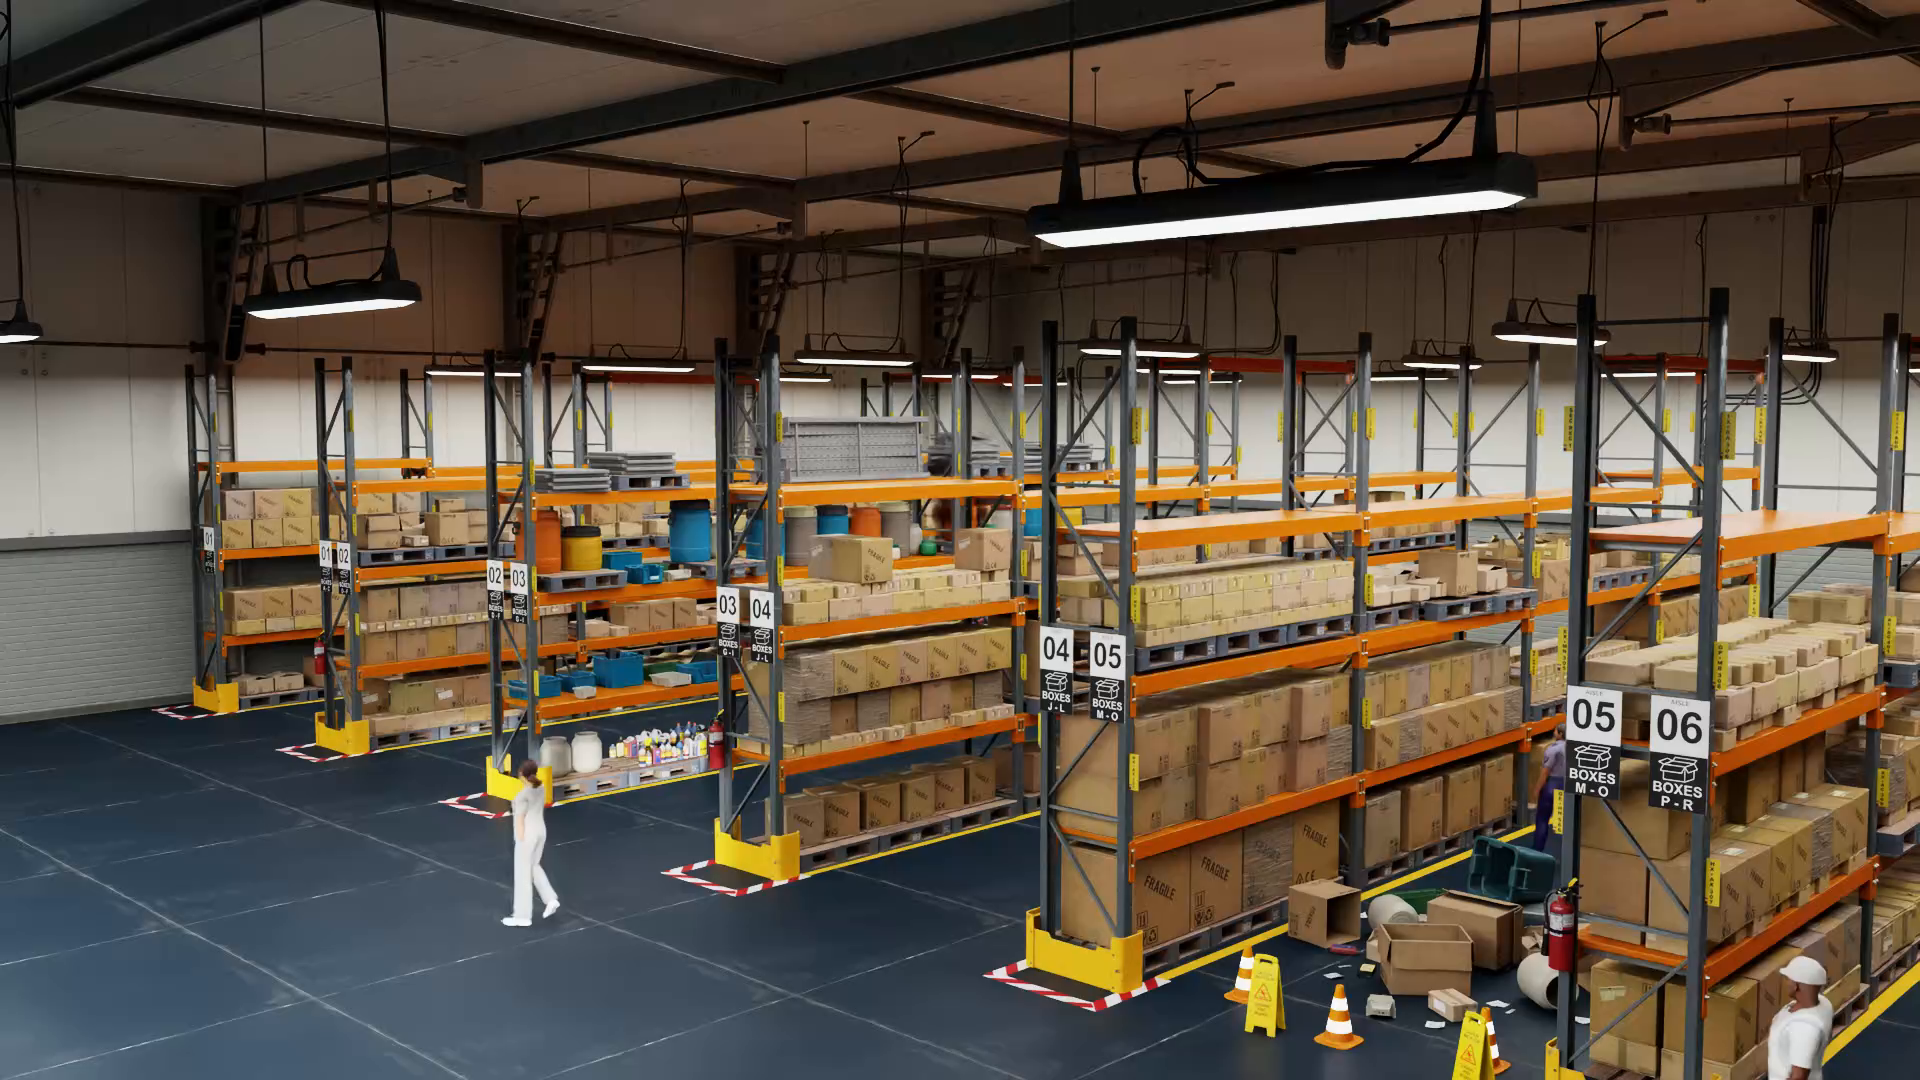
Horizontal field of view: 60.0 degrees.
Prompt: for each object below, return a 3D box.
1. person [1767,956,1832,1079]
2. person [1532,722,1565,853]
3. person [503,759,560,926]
[{"bbox_3d":[5.258,3.472,10.480,0.472,1.764,0.665,2,5,21],"label":"person"},{"bbox_3d":[6.838,2.898,19.045,0.570,1.656,0.368,0,4,1],"label":"person"},{"bbox_3d":[-4.339,3.035,16.801,0.464,1.688,0.488,2,5,20],"label":"person"}]
